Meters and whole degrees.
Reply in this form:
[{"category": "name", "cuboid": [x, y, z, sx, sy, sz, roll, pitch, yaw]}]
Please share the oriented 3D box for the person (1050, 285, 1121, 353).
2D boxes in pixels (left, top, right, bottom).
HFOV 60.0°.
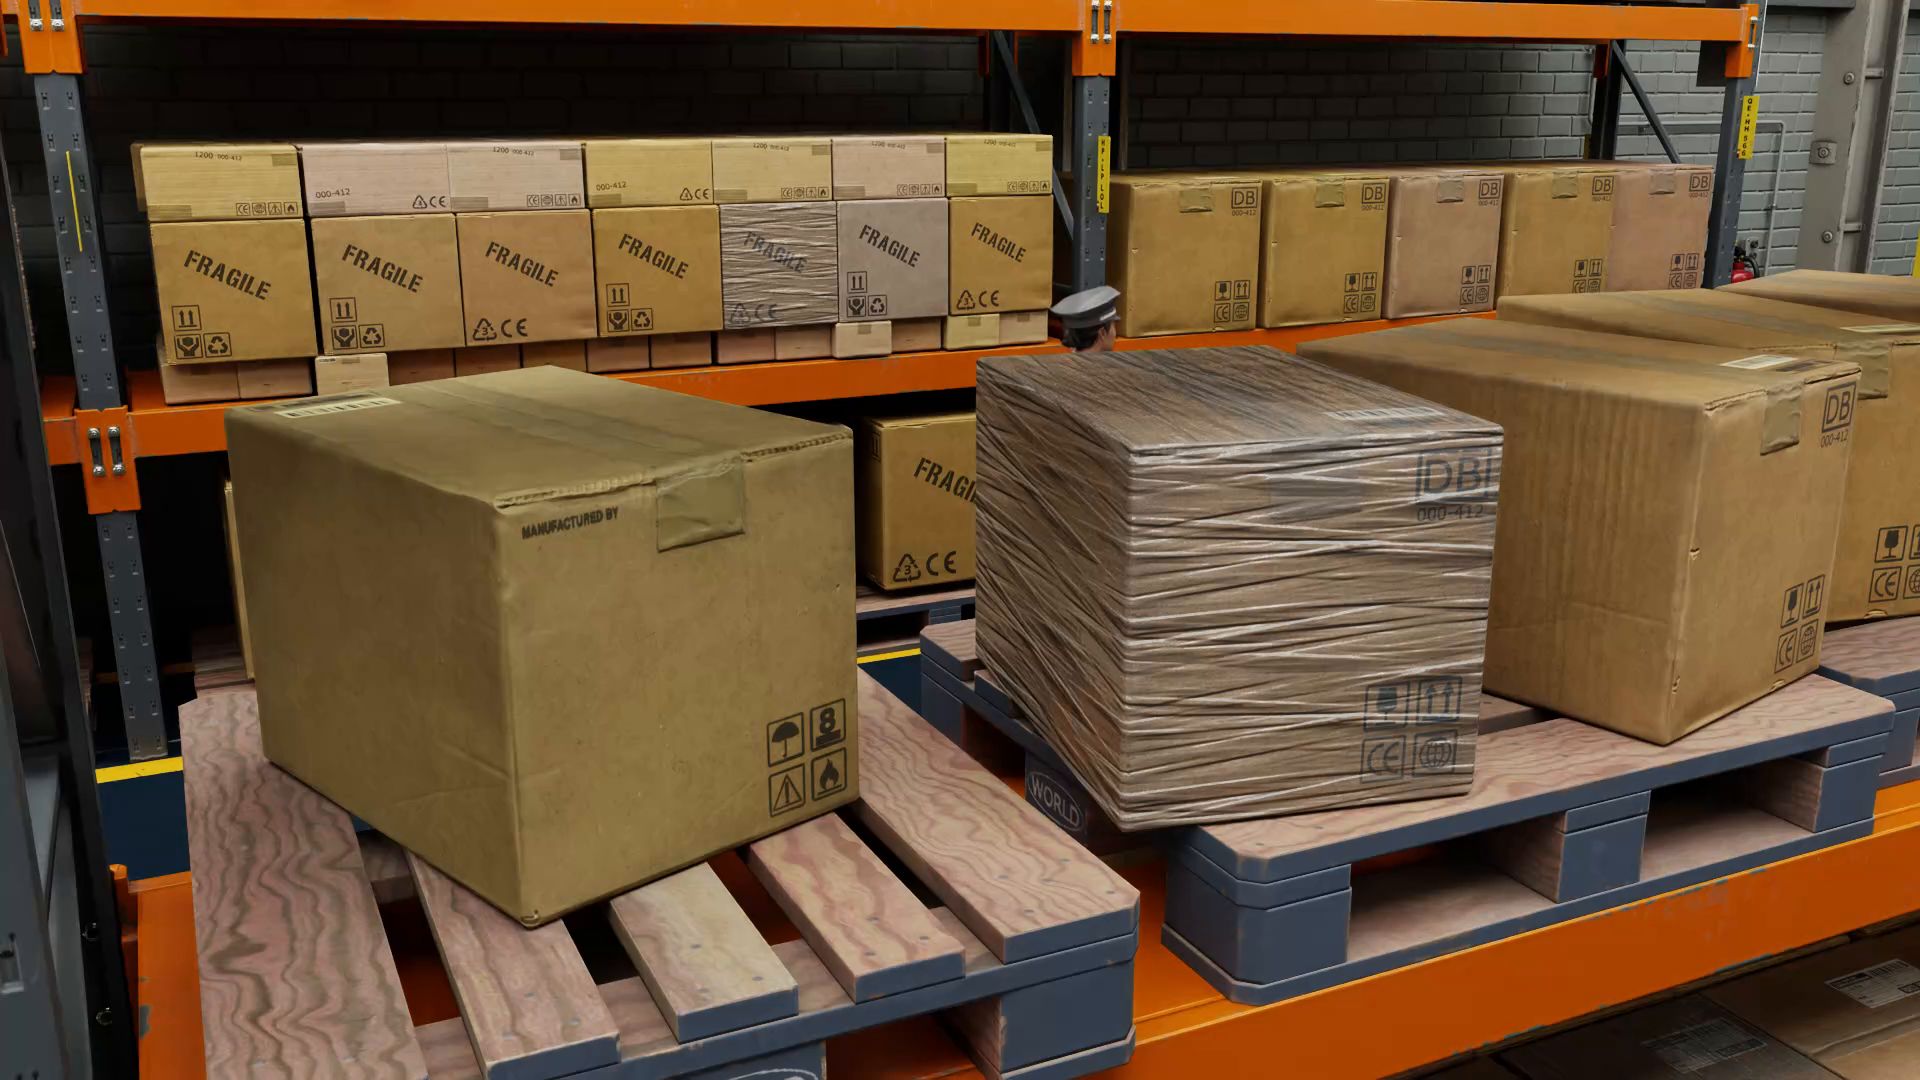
[{"category": "person", "cuboid": [0.516, -0.149, 6.525, 0.340, 1.684, 0.475, -7, 17, -25]}]
